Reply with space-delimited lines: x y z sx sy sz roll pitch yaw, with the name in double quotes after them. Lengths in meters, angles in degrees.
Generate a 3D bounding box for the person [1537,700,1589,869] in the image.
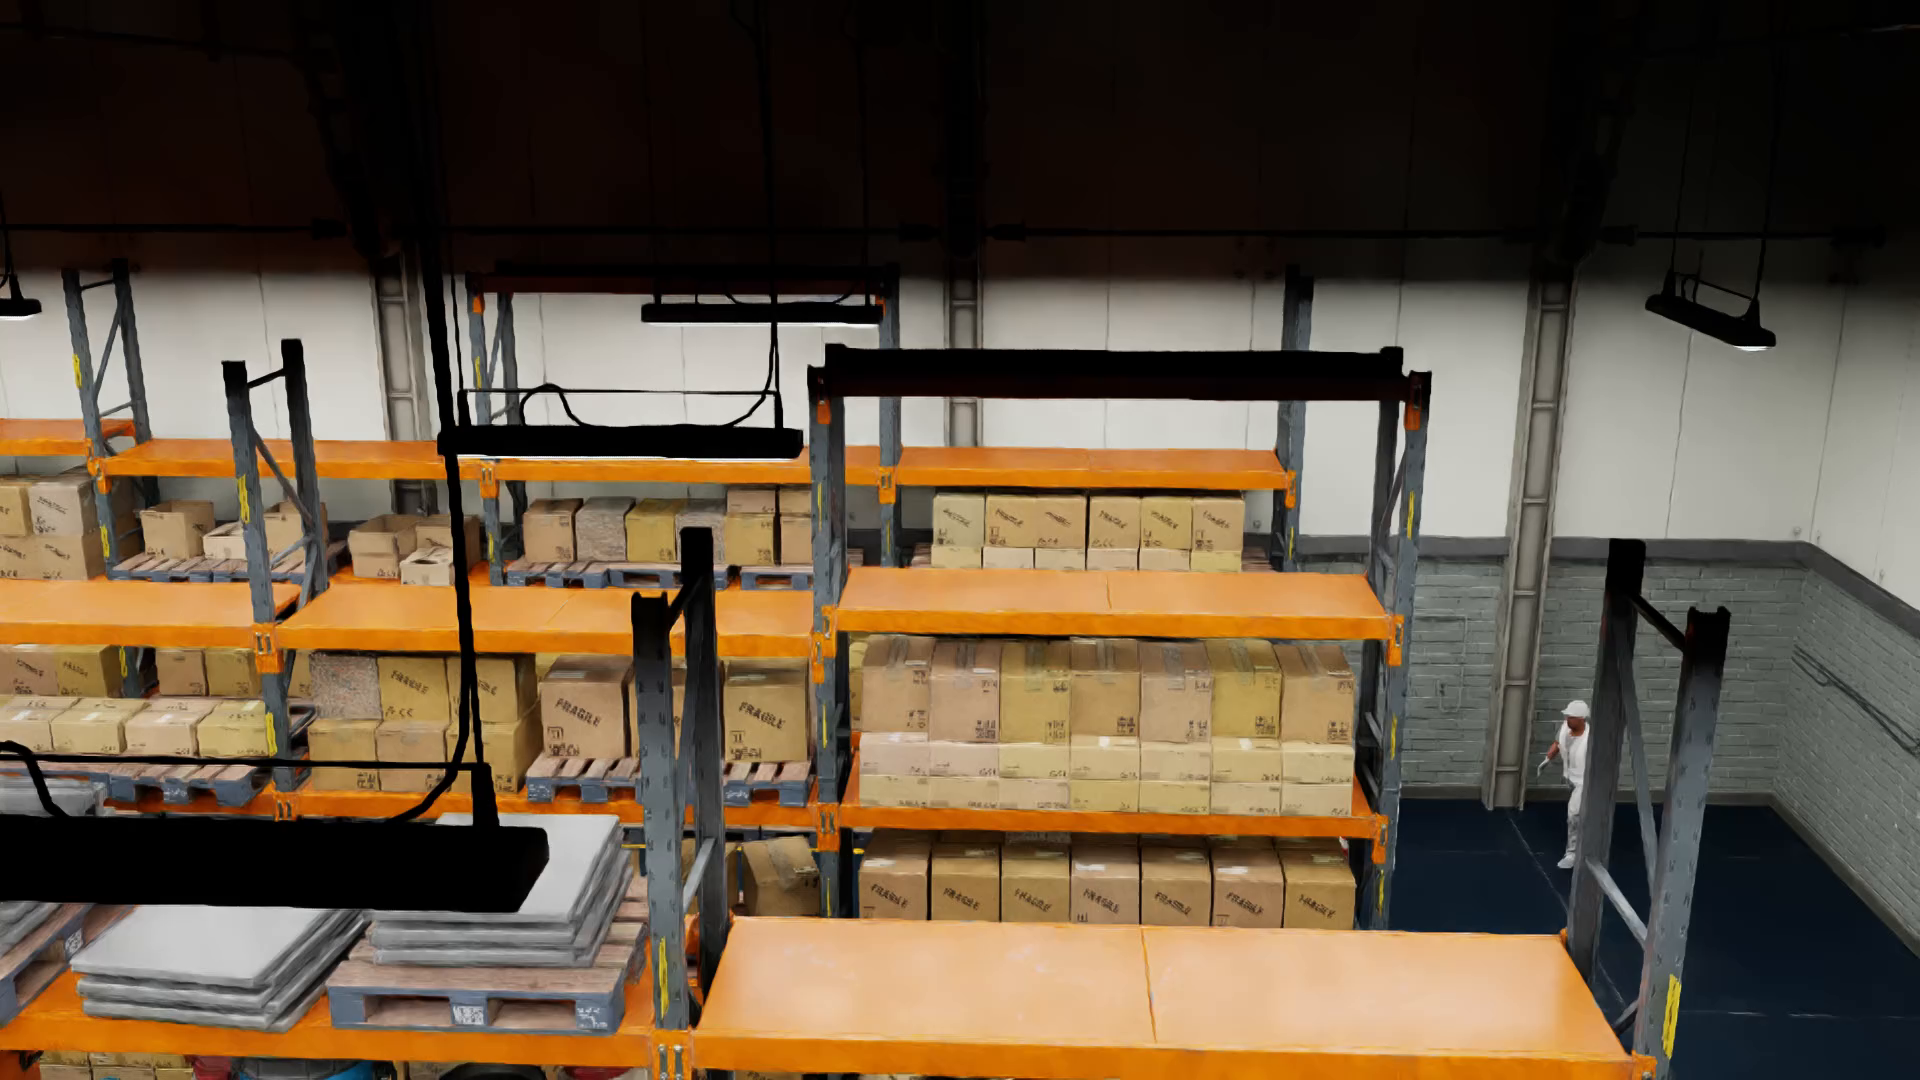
6.391 2.446 17.096 0.846 1.724 0.692 -5 17 -15 "person"
